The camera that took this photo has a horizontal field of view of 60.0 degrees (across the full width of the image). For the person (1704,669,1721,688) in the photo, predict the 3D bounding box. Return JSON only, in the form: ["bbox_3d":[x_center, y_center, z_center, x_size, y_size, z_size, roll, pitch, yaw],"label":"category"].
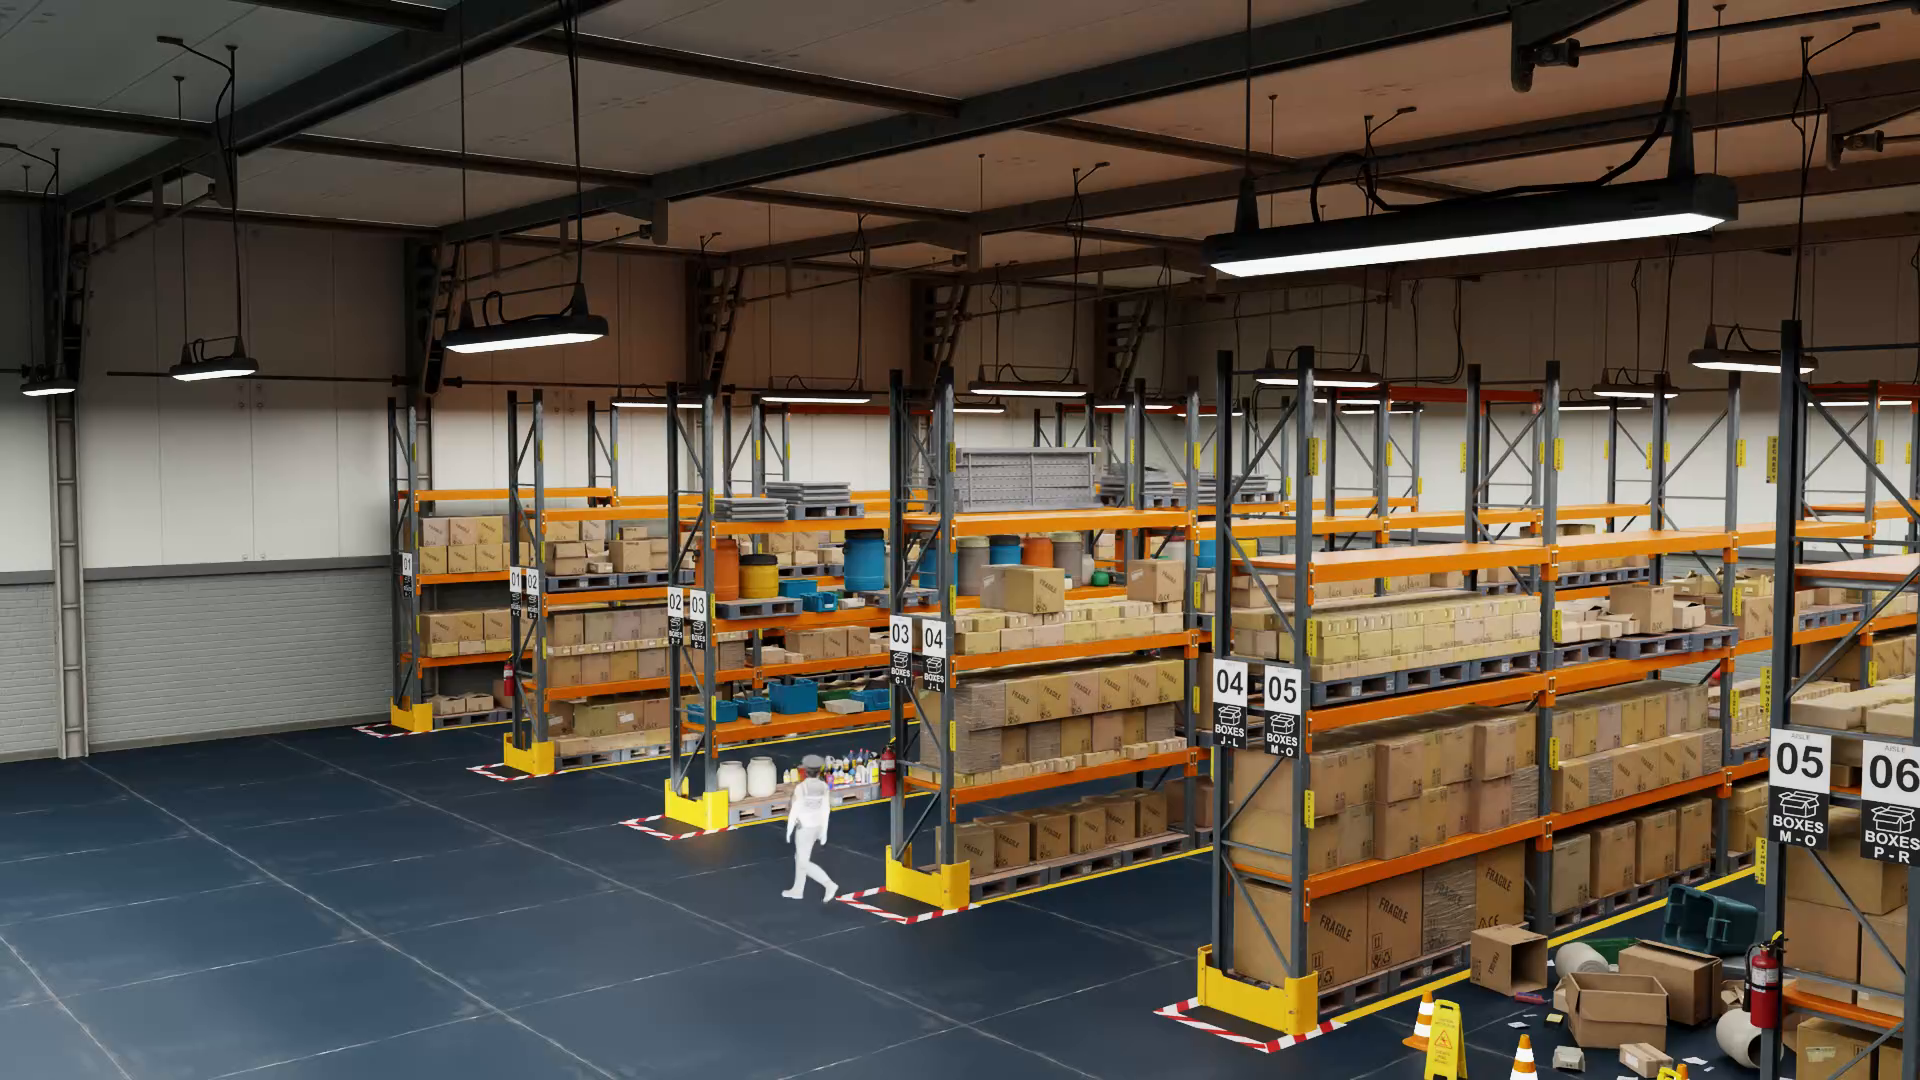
[{"bbox_3d":[11.490,2.854,25.221,0.882,1.812,0.495,-3,4,-40],"label":"person"}]

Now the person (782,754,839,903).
[{"bbox_3d":[-1.674,3.243,18.666,0.857,1.657,0.419,2,4,27],"label":"person"}]
